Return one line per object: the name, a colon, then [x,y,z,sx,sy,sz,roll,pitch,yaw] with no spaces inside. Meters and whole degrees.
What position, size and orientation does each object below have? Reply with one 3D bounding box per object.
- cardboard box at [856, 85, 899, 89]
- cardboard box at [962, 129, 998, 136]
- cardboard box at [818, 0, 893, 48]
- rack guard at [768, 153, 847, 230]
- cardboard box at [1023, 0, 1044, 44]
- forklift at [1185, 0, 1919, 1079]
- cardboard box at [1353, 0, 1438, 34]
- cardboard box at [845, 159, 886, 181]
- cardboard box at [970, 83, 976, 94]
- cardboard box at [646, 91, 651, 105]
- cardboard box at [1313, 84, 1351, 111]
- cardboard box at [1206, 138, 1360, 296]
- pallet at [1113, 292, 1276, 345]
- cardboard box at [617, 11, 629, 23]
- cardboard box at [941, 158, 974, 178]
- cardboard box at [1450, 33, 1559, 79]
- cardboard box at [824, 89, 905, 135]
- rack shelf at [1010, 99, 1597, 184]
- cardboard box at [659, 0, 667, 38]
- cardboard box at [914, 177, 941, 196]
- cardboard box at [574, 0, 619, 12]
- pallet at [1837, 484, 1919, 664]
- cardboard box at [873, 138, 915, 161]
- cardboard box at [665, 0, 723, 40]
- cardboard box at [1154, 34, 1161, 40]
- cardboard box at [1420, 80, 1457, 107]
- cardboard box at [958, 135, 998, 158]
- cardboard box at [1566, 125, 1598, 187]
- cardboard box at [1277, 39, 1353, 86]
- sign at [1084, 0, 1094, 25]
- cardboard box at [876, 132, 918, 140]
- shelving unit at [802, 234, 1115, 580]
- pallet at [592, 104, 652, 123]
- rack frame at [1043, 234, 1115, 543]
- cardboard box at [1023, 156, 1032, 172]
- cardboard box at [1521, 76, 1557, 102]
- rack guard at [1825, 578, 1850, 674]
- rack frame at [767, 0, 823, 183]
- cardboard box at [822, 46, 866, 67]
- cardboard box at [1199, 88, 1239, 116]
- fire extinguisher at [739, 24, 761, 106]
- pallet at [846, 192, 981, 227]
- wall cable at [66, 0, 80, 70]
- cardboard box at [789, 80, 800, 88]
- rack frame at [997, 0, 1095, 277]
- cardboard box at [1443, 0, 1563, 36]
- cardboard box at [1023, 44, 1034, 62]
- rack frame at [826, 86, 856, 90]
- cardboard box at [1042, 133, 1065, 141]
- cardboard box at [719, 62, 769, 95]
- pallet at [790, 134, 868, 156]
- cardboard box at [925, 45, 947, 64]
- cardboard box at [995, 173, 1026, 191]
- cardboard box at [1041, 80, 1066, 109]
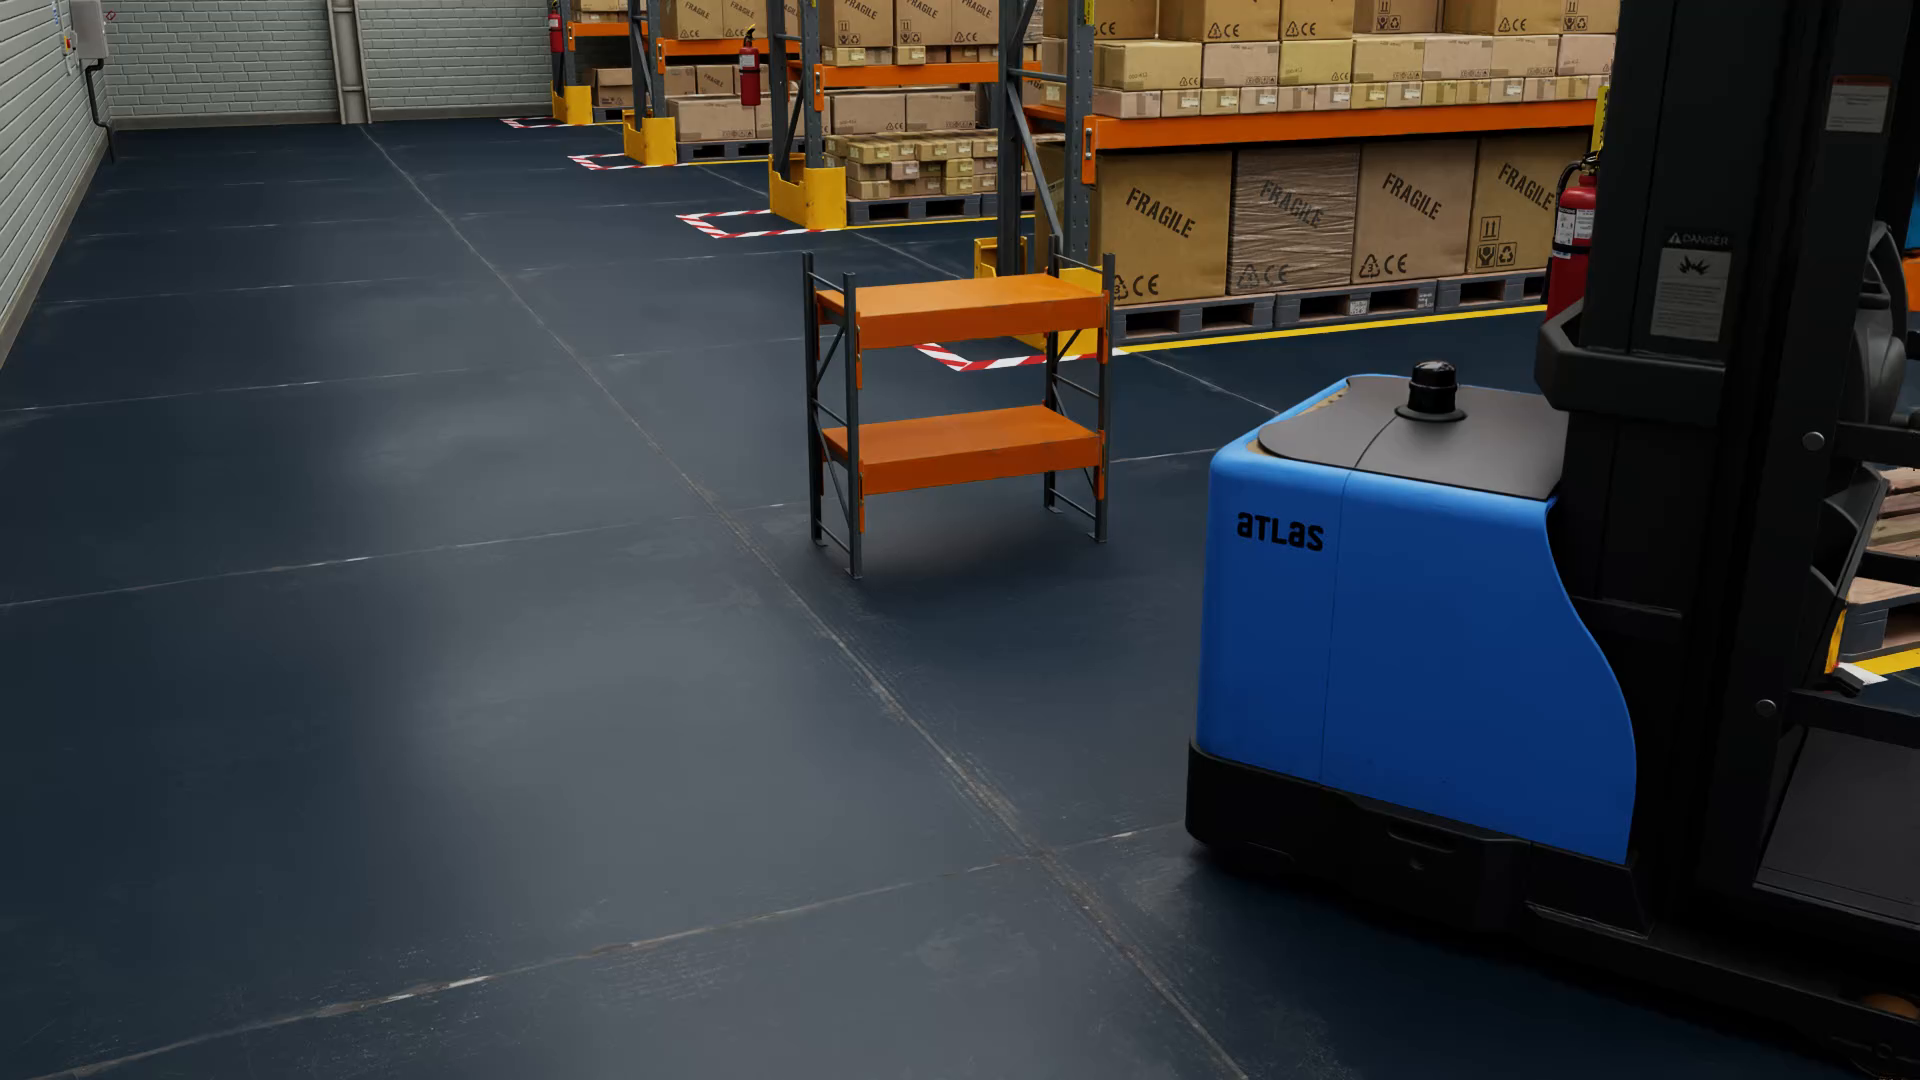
cardboard box: [-1.209,-6.733,24.258,0.500,0.500,0.500,-7,21,-20]
cardboard box: [0.208,-3.620,15.051,0.250,0.149,0.380,-9,21,-24]
cardboard box: [-0.870,-4.345,13.748,0.500,0.500,0.500,-7,21,-19]
rack guard: [-1.322,-3.014,14.329,0.348,0.500,1.175,-8,21,-22]
cardboard box: [0.532,-4.553,14.338,0.500,0.500,0.500,-9,21,-23]
forklift: [2.091,-0.448,3.381,3.031,2.935,1.130,12,23,31]
cardboard box: [2.681,-3.489,10.564,0.500,0.500,0.500,-9,21,-24]
cardboard box: [-0.809,-3.167,14.213,0.250,0.149,0.380,-7,21,-20]
cardboard box: [0.215,-6.936,24.837,0.500,0.500,0.500,-9,21,-24]
cardboard box: [-4.410,-6.141,23.108,0.250,0.149,0.380,-9,21,-24]
cardboard box: [2.117,-2.655,9.923,0.250,0.149,0.380,-8,21,-23]
cardboard box: [1.872,-2.081,10.483,0.875,0.875,0.875,-8,21,-22]
pallet: [1.183,-1.471,10.382,1.213,0.211,1.003,-8,21,-22]
cardboard box: [-4.561,-7.126,22.623,0.250,0.149,0.380,-8,21,-23]
cardboard box: [-0.067,-3.246,14.437,0.250,0.149,0.380,-7,21,-20]
cardboard box: [3.377,-3.046,10.434,0.500,0.250,0.500,-7,21,-20]
cardboard box: [-1.213,-5.027,19.508,0.875,0.438,0.875,-9,21,-24]
rack shelf: [2.317,-2.581,10.419,4.000,0.370,1.077,-8,21,-22]
cardboard box: [-3.107,-5.870,18.528,0.500,0.500,0.500,-8,21,-22]
cardboard box: [-0.351,-3.102,14.475,0.250,0.149,0.380,-8,21,-21]
cardboard box: [-4.891,-7.239,22.344,0.500,0.250,0.500,-8,21,-22]
pallet: [3.215,0.072,6.000,1.213,0.211,1.003,-8,21,-22]
cardboard box: [-0.571,-3.355,14.299,0.250,0.149,0.380,-8,21,-21]
cardboard box: [-2.891,-5.702,18.049,0.500,0.500,0.500,-8,21,-22]
cardboard box: [1.286,-2.938,10.127,0.500,0.250,0.500,-9,21,-23]
cardboard box: [2.823,-2.756,10.210,0.250,0.149,0.380,-9,21,-23]
cardboard box: [0.165,-3.441,14.542,0.250,0.149,0.380,-7,21,-20]
cardboard box: [4.733,-2.469,11.586,0.875,0.875,1.225,-8,21,-22]
cardboard box: [1.965,-2.843,9.857,0.500,0.250,0.500,-9,21,-24]
sign: [0.695,-2.933,8.912,0.005,0.325,0.100,-8,21,-22]
cardboard box: [-0.565,-3.552,14.859,0.250,0.149,0.380,-9,21,-23]
shelving unit: [-0.006,-0.530,6.333,1.048,1.125,0.538,-8,21,-22]
pallet: [-4.613,-5.992,23.223,1.213,0.211,1.003,-8,21,-22]
rack frame: [0.461,-0.597,6.523,0.032,1.125,0.500,-8,21,-22]
cardboard box: [0.624,-3.391,14.848,0.250,0.149,0.380,-7,21,-19]
cardboard box: [3.531,-2.857,10.498,0.250,0.149,0.380,-9,21,-23]
rack guard: [2.425,0.039,5.657,0.348,0.500,1.175,-8,21,-22]
rack frame: [-1.392,-4.183,13.885,0.127,3.000,1.000,-8,21,-22]
cardboard box: [-0.964,-4.007,13.764,0.250,0.149,0.380,-8,21,-22]
cardboard box: [1.407,-2.553,9.634,0.250,0.149,0.380,-9,21,-23]
fire extinguisher: [-1.806,-4.078,14.266,0.183,0.674,0.296,-8,21,-22]
pallet: [-0.562,-2.974,14.650,1.213,0.211,1.003,-8,21,-22]
wall cable: [-9.186,-5.840,17.063,0.122,1.984,0.588,-8,21,-22]
cardboard box: [-2.442,-6.634,24.262,0.500,0.311,0.500,-7,21,-20]
rack frame: [0.480,-2.657,9.552,0.127,3.000,1.000,-8,21,-22]
cardboard box: [3.375,-3.400,10.310,0.500,0.500,0.500,-8,21,-21]
cardboard box: [0.448,-4.228,14.391,0.250,0.149,0.380,-7,21,-20]
rack frame: [-1.742,-7.719,23.927,0.127,3.000,1.000,-8,21,-22]
cardboard box: [0.889,-3.523,14.776,0.250,0.149,0.380,-9,21,-24]
cardboard box: [-3.062,-6.500,23.598,0.500,0.500,0.700,-9,21,-24]
pallet: [-1.623,-4.652,19.417,1.213,0.211,1.003,-8,21,-22]
cardboard box: [-0.295,-4.148,14.165,0.250,0.149,0.380,-7,21,-19]
cardboard box: [0.387,-3.171,14.671,0.250,0.149,0.380,-9,21,-25]
cardboard box: [0.677,-2.686,10.012,0.250,0.149,0.380,-8,21,-21]
